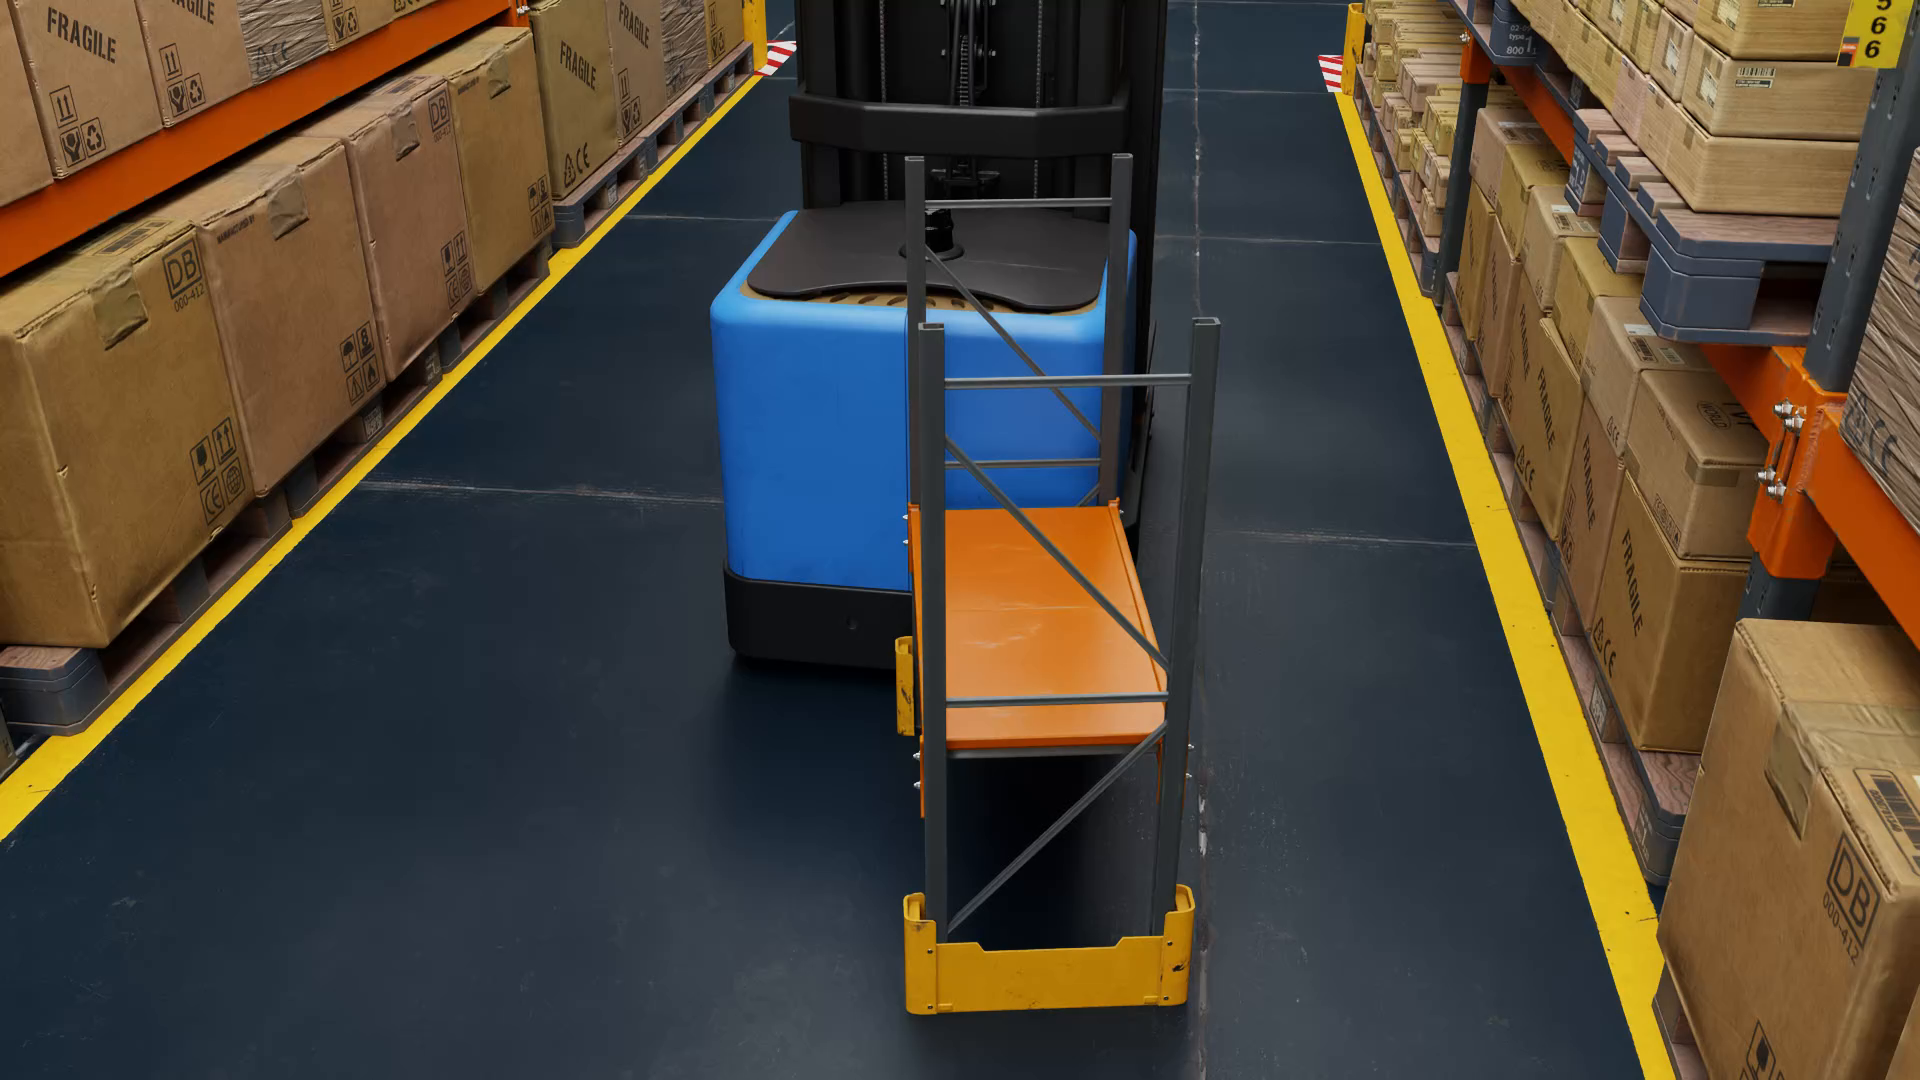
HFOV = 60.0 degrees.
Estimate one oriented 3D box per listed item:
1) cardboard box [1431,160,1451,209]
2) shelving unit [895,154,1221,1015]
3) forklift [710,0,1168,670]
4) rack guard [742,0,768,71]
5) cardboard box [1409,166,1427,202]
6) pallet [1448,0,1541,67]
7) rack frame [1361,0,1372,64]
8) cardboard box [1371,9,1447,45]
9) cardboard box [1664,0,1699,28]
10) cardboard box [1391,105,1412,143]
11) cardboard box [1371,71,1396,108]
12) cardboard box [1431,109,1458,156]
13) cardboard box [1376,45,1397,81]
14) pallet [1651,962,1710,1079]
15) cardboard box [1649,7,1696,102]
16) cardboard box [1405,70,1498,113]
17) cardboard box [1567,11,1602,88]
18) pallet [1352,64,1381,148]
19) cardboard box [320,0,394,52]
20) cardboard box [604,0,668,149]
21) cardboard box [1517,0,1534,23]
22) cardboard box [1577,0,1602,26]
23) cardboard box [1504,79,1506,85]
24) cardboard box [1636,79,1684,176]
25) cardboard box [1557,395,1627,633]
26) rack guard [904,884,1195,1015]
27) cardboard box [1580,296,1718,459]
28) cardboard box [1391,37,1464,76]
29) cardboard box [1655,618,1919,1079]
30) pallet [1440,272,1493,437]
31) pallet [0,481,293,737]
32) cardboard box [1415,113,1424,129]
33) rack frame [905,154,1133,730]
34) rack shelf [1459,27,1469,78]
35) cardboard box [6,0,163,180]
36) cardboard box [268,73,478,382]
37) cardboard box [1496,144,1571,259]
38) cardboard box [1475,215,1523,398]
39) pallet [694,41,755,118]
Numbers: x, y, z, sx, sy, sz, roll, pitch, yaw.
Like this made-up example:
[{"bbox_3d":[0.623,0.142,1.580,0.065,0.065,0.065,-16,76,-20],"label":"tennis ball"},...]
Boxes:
[{"bbox_3d":[2.247,-1.529,7.176,0.380,0.149,0.250,4,29,7],"label":"cardboard box"},{"bbox_3d":[0.155,0.057,3.563,0.587,1.500,1.083,-1,28,-3],"label":"shelving unit"},{"bbox_3d":[0.096,-1.586,5.103,1.130,2.935,3.031,4,29,8],"label":"forklift"},{"bbox_3d":[-1.893,-3.431,11.092,1.175,0.500,0.348,3,28,6],"label":"rack guard"},{"bbox_3d":[2.317,-1.682,7.772,0.380,0.149,0.250,2,28,5],"label":"cardboard box"},{"bbox_3d":[2.286,-1.866,5.754,1.003,0.211,1.213,3,28,6],"label":"pallet"},{"bbox_3d":[3.014,-4.185,9.855,1.000,3.000,0.127,3,28,6],"label":"rack frame"},{"bbox_3d":[2.540,-2.902,9.409,0.380,0.149,0.250,3,28,6],"label":"cardboard box"},{"bbox_3d":[1.672,-1.131,3.381,0.380,0.149,0.250,3,28,6],"label":"cardboard box"},{"bbox_3d":[2.456,-2.158,8.655,0.380,0.149,0.250,3,28,6],"label":"cardboard box"},{"bbox_3d":[2.518,-2.527,9.342,0.380,0.149,0.250,4,29,7],"label":"cardboard box"},{"bbox_3d":[2.301,-1.799,7.362,0.380,0.149,0.250,4,29,7],"label":"cardboard box"},{"bbox_3d":[2.524,-2.653,9.262,0.380,0.149,0.250,4,29,8],"label":"cardboard box"},{"bbox_3d":[1.863,1.175,2.846,1.003,0.211,1.213,3,28,6],"label":"pallet"},{"bbox_3d":[1.674,-1.009,3.469,0.380,0.149,0.250,4,29,8],"label":"cardboard box"},{"bbox_3d":[2.375,-2.167,8.045,0.380,0.149,0.250,2,28,4],"label":"cardboard box"},{"bbox_3d":[1.767,-1.234,4.200,0.380,0.149,0.250,2,28,4],"label":"cardboard box"},{"bbox_3d":[2.870,-2.541,9.744,1.003,0.211,1.213,3,28,6],"label":"pallet"},{"bbox_3d":[-2.297,-1.967,5.633,0.500,0.500,0.500,3,28,6],"label":"cardboard box"},{"bbox_3d":[-2.116,-2.617,8.742,0.875,0.875,0.875,3,28,6],"label":"cardboard box"},{"bbox_3d":[1.865,-1.603,4.884,0.380,0.149,0.250,3,28,5],"label":"cardboard box"},{"bbox_3d":[1.767,-1.368,4.135,0.380,0.149,0.250,3,28,6],"label":"cardboard box"},{"bbox_3d":[3.070,-2.372,8.739,0.380,0.149,0.250,5,29,9],"label":"cardboard box"},{"bbox_3d":[1.670,-0.869,3.523,0.380,0.149,0.250,3,28,6],"label":"cardboard box"},{"bbox_3d":[1.922,-0.073,4.415,0.500,0.500,0.500,4,29,8],"label":"cardboard box"},{"bbox_3d":[0.180,0.843,3.422,0.587,0.250,0.087,-1,28,-3],"label":"rack guard"},{"bbox_3d":[1.909,-0.409,4.249,0.500,0.250,0.500,4,29,7],"label":"cardboard box"},{"bbox_3d":[2.471,-2.529,8.717,0.380,0.149,0.250,4,29,7],"label":"cardboard box"},{"bbox_3d":[1.870,0.668,2.777,1.050,0.750,0.750,3,28,6],"label":"cardboard box"},{"bbox_3d":[2.430,-0.708,6.341,1.003,0.211,1.213,3,28,6],"label":"pallet"},{"bbox_3d":[-2.705,0.106,4.831,1.003,0.211,1.213,3,28,6],"label":"pallet"},{"bbox_3d":[2.423,-2.018,8.083,0.380,0.149,0.250,4,29,7],"label":"cardboard box"},{"bbox_3d":[0.129,-0.180,4.002,0.500,1.500,0.032,-1,28,-3],"label":"rack frame"},{"bbox_3d":[2.769,-2.927,8.278,1.077,0.370,4.000,3,28,6],"label":"rack shelf"},{"bbox_3d":[-2.486,-1.255,4.311,0.500,0.500,0.500,3,28,5],"label":"cardboard box"},{"bbox_3d":[-2.553,-1.164,6.046,1.225,0.875,0.875,2,28,4],"label":"cardboard box"},{"bbox_3d":[2.109,-1.133,5.593,0.500,0.250,0.500,4,29,8],"label":"cardboard box"},{"bbox_3d":[2.107,-0.805,5.774,0.500,0.500,0.500,5,29,8],"label":"cardboard box"},{"bbox_3d":[-1.916,-2.912,10.433,1.003,0.211,1.213,3,28,6],"label":"pallet"}]
